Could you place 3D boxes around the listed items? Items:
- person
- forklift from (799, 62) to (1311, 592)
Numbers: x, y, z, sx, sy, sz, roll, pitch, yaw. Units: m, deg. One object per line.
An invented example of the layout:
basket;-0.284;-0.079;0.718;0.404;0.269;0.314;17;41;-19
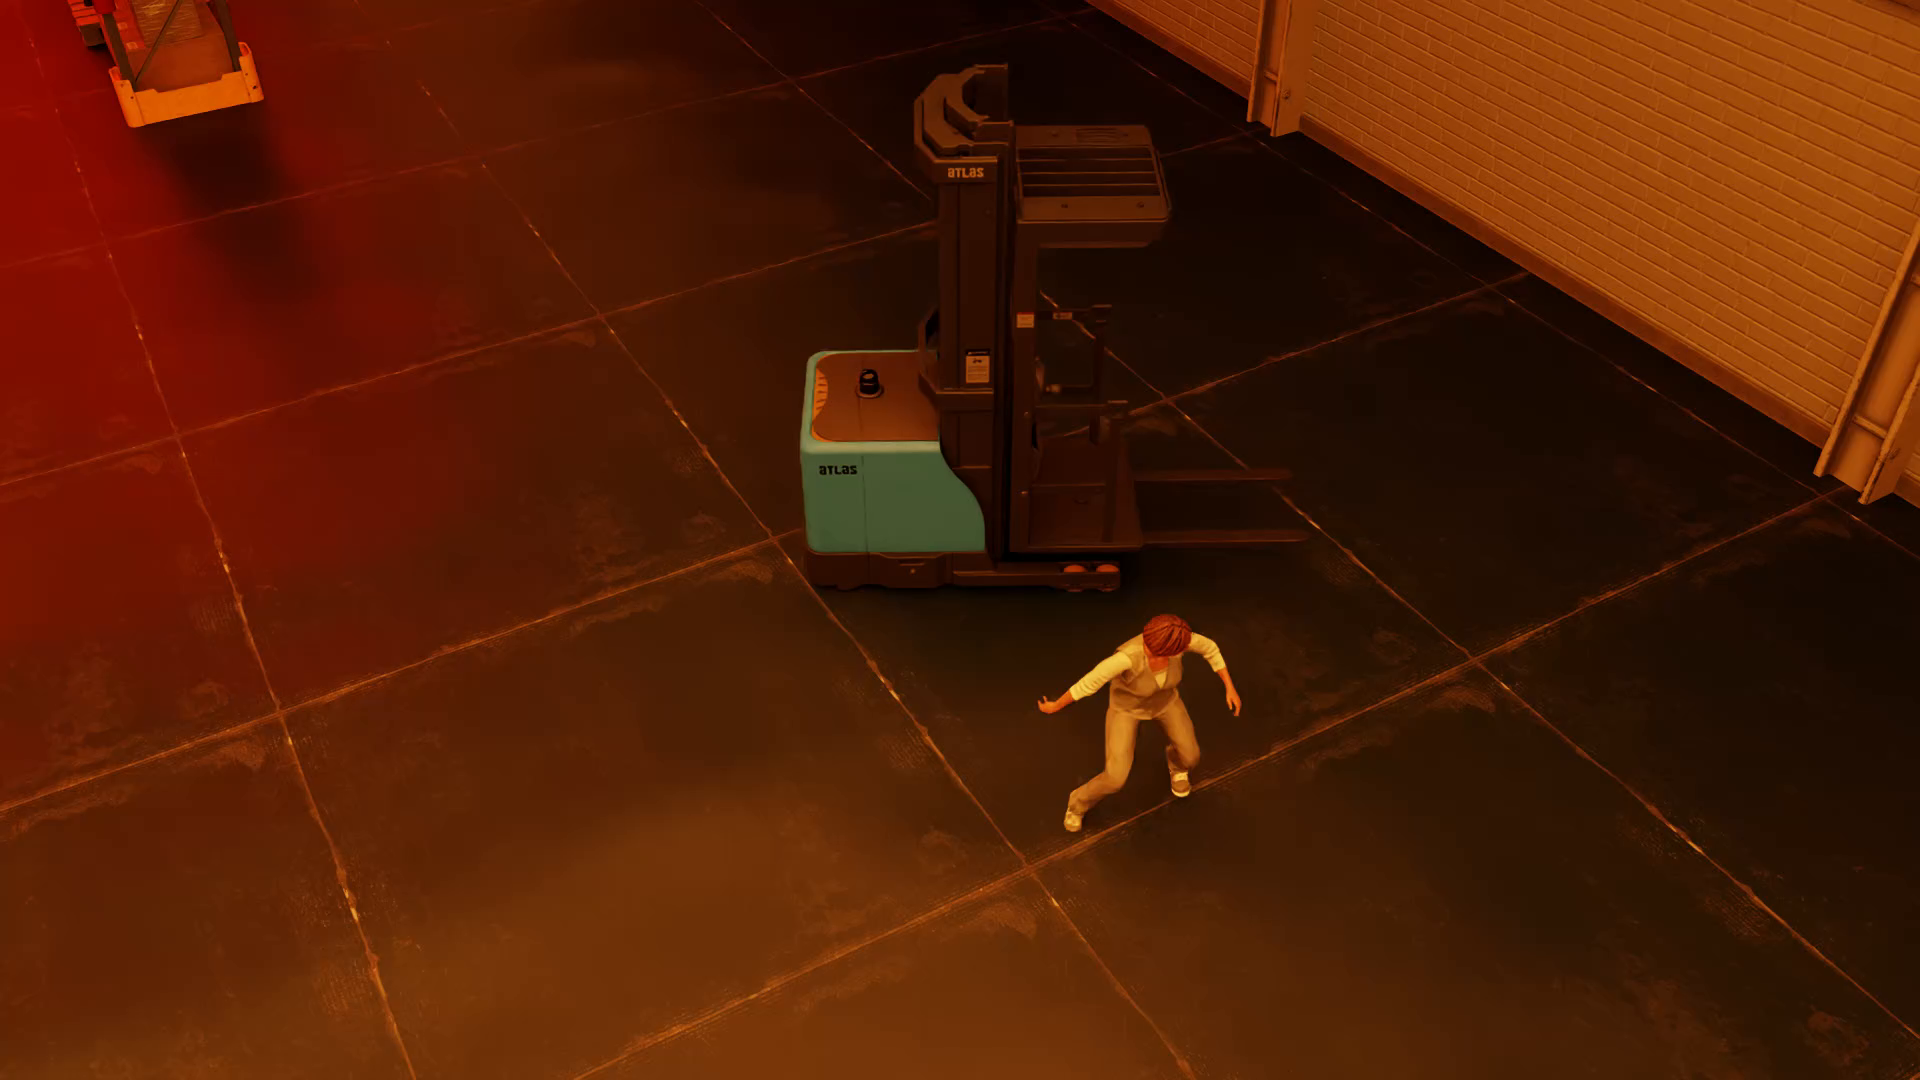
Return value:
person;0.877;0.892;8.191;0.888;1.497;0.503;-13;41;-15
forklift;0.588;-1.157;9.431;3.031;2.935;1.130;-1;40;-1
